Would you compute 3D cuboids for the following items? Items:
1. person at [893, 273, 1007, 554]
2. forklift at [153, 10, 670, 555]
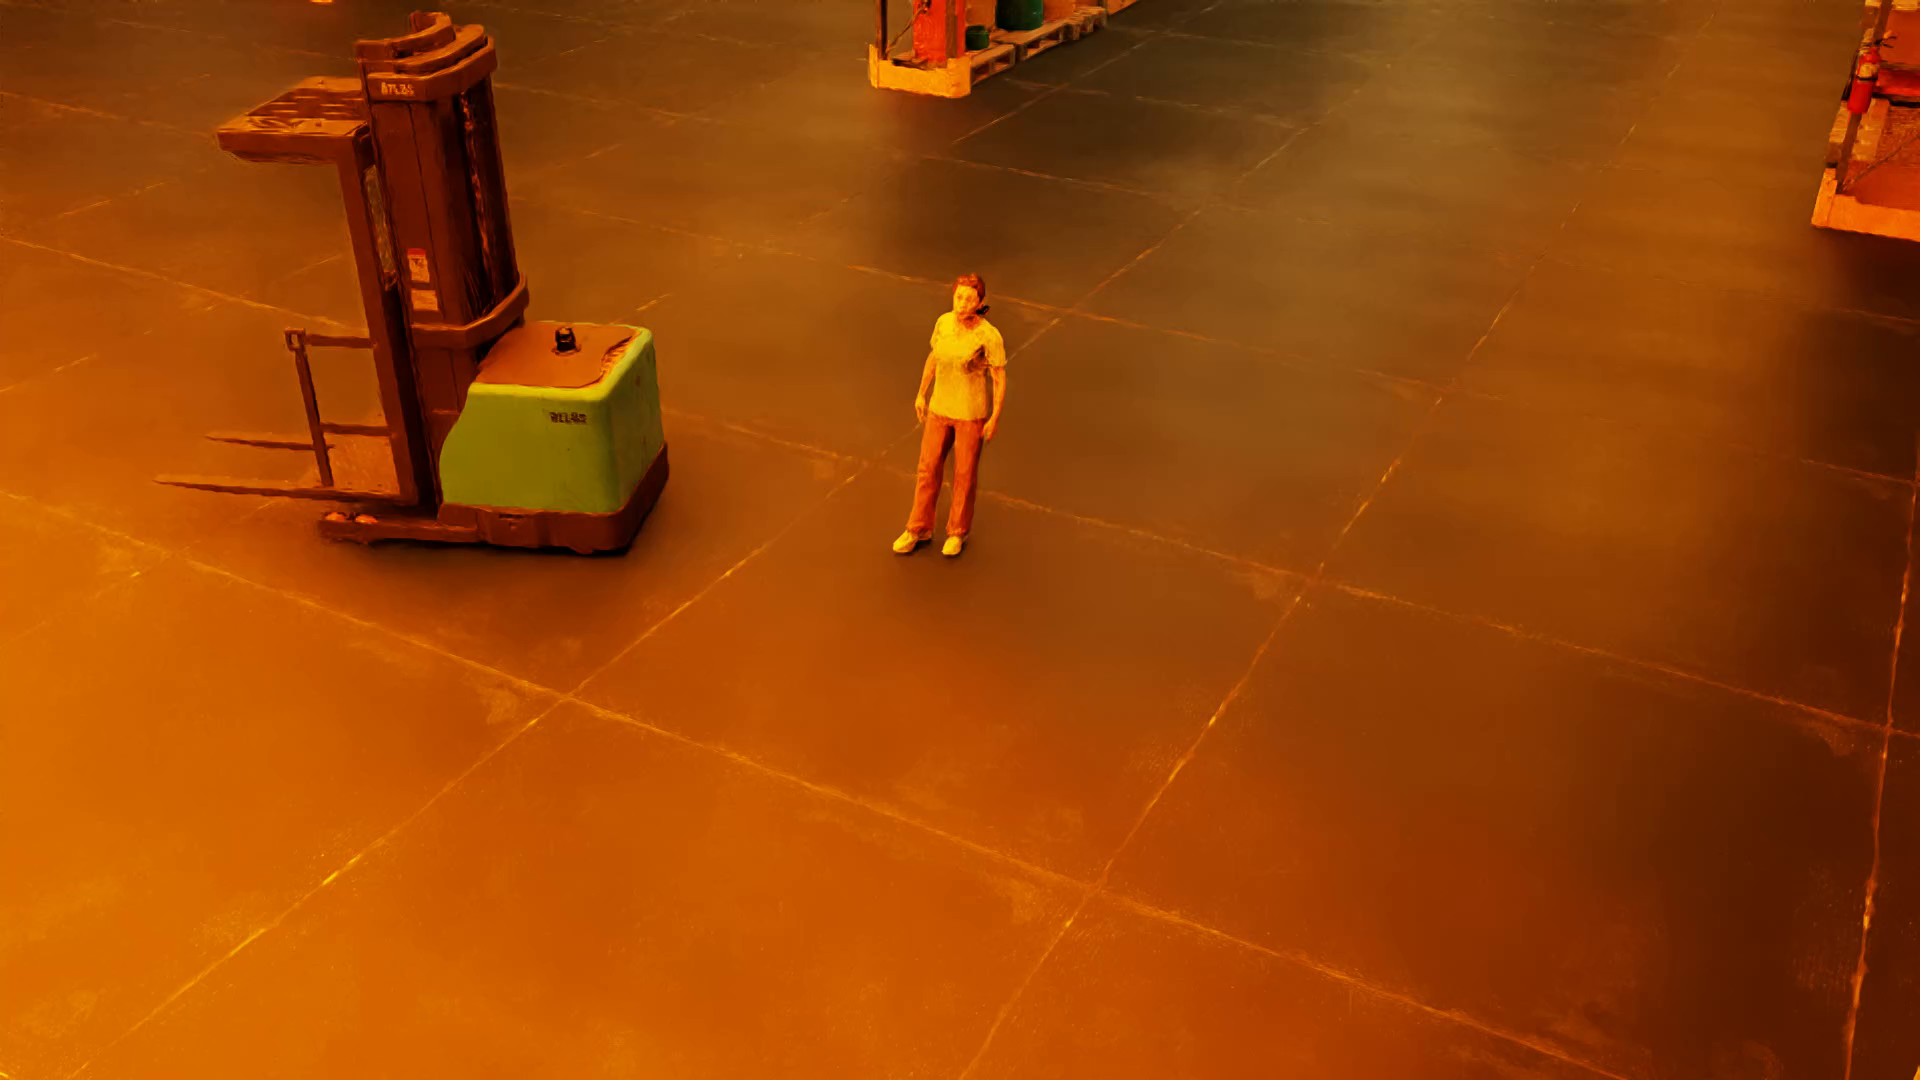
[{"bbox_3d":[-0.045,-0.702,9.529,0.554,1.674,0.548,15,33,25],"label":"person"},{"bbox_3d":[-3.406,-1.505,9.679,3.031,2.935,1.130,4,30,7],"label":"forklift"}]
